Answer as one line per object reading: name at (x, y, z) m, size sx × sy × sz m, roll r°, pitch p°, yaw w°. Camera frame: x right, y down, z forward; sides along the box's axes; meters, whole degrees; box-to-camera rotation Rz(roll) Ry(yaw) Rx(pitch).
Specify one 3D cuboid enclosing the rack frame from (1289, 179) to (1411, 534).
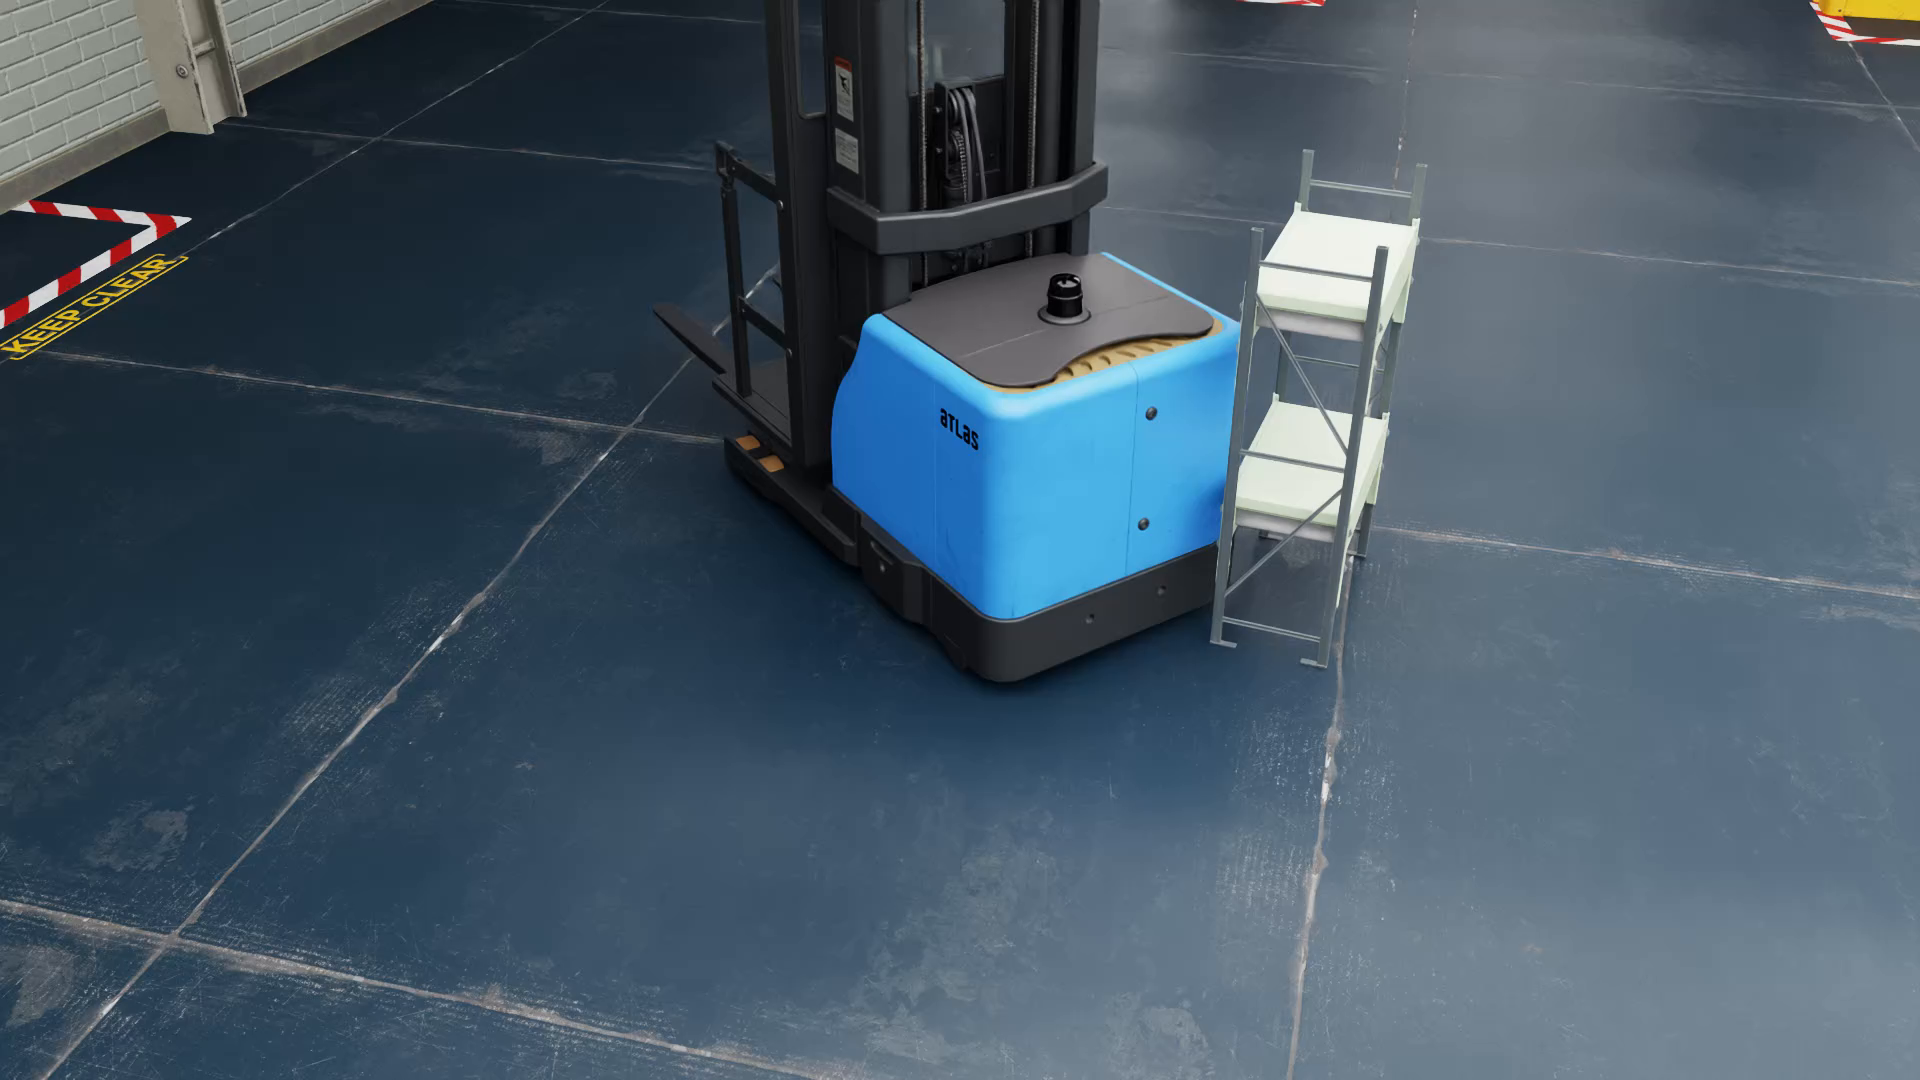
rack frame at (1.317, -0.609, 5.811) m, size 0.380 × 1.308 × 0.010 m, roll 12°, pitch 34°, yaw 18°

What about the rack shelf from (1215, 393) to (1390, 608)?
rack shelf at (1.180, -0.152, 5.699) m, size 0.431 × 0.370 × 0.720 m, roll 12°, pitch 34°, yaw 18°

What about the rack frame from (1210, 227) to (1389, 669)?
rack frame at (1.045, -0.245, 5.237) m, size 0.400 × 1.500 × 0.023 m, roll 12°, pitch 34°, yaw 18°

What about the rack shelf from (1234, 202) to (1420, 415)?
rack shelf at (1.180, -0.756, 5.315) m, size 0.431 × 0.370 × 0.720 m, roll 12°, pitch 34°, yaw 18°

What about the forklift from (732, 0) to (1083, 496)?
forklift at (10.713, -2.686, 7.802) m, size 21.916 × 2.867 × 9.217 m, roll -19°, pitch 37°, yaw -28°

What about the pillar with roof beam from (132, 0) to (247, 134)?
pillar with roof beam at (-0.514, -5.808, 6.998) m, size 9.100 × 9.000 × 0.400 m, roll 8°, pitch 33°, yaw 12°

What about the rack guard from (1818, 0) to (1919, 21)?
rack guard at (7.060, -4.137, 12.291) m, size 1.175 × 0.500 × 0.348 m, roll 8°, pitch 33°, yaw 12°

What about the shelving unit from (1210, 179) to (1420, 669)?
shelving unit at (1.179, -0.425, 5.521) m, size 0.431 × 1.500 × 0.748 m, roll 12°, pitch 34°, yaw 18°
